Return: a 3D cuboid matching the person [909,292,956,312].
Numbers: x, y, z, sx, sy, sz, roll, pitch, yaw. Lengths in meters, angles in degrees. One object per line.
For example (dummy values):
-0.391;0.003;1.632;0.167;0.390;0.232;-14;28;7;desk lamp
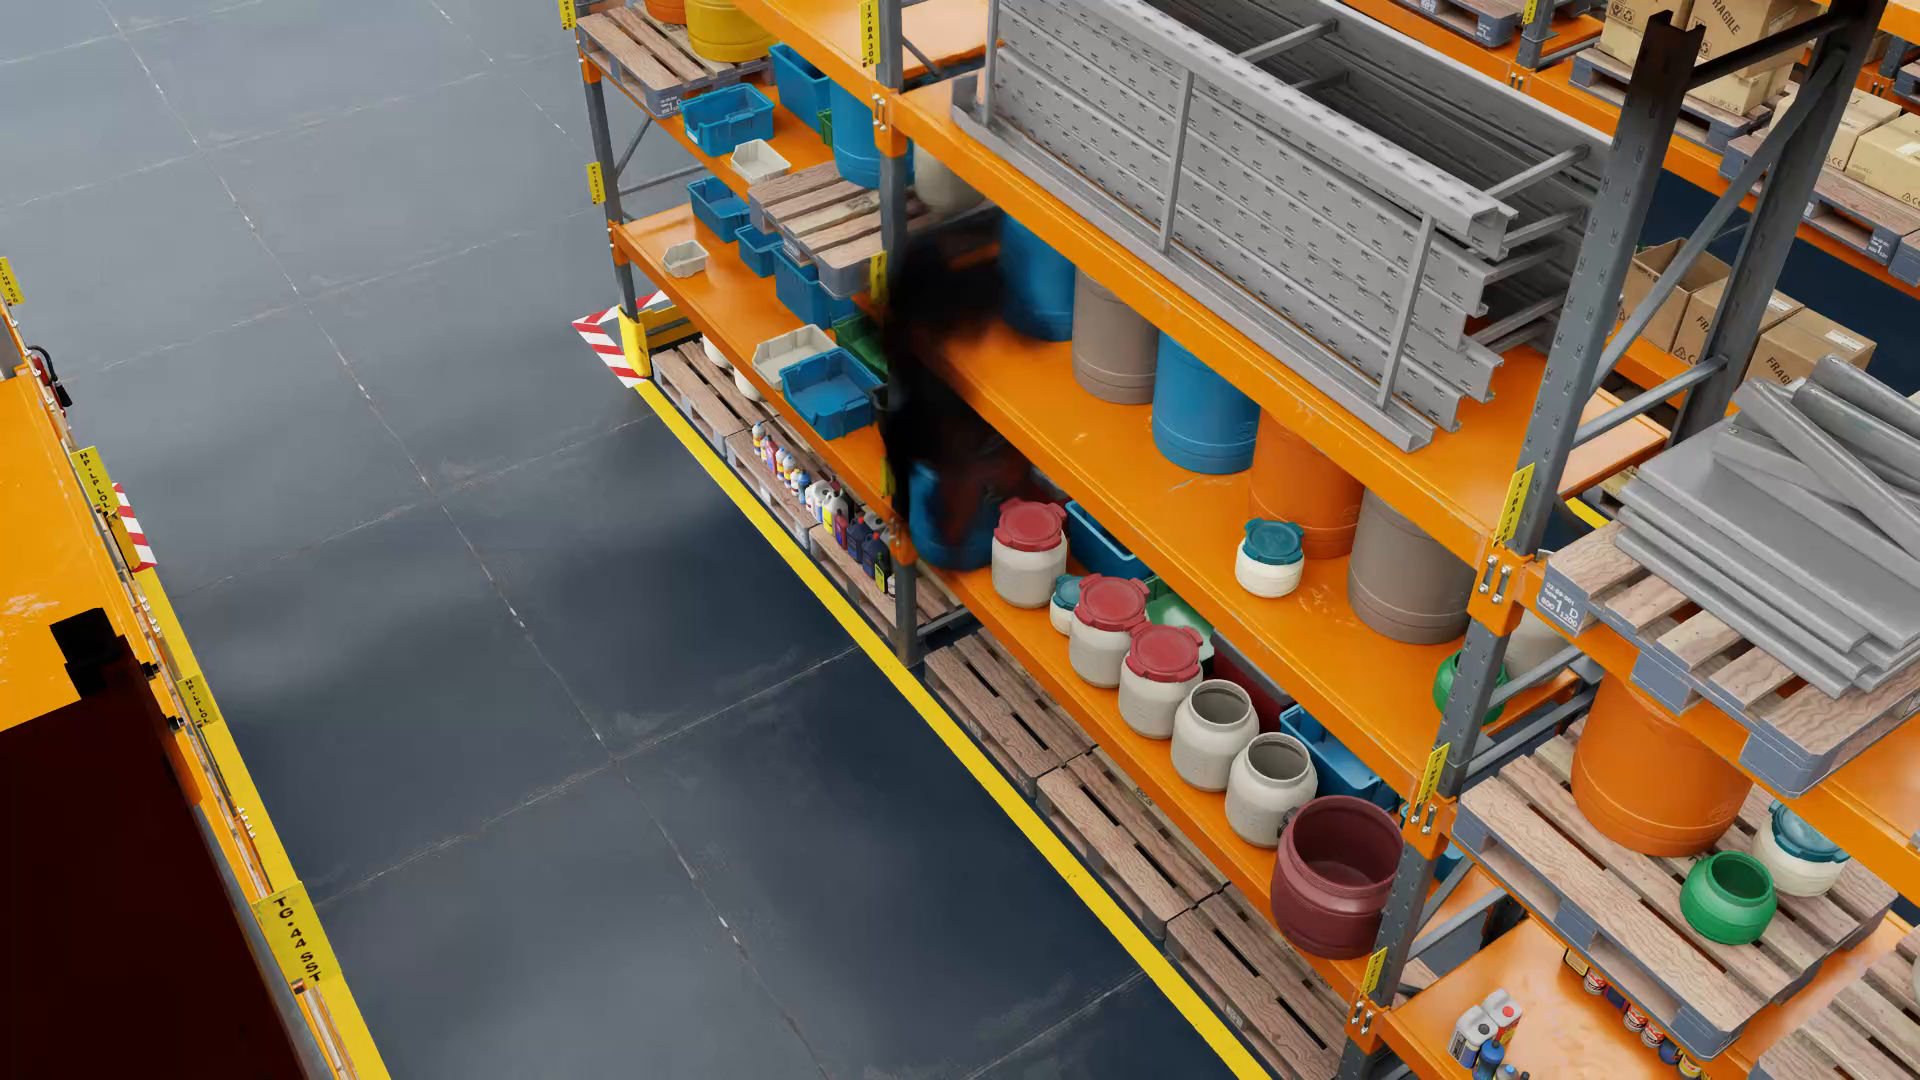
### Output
-0.199;-2.275;12.483;0.700;1.804;0.920;-32;51;-30;person
